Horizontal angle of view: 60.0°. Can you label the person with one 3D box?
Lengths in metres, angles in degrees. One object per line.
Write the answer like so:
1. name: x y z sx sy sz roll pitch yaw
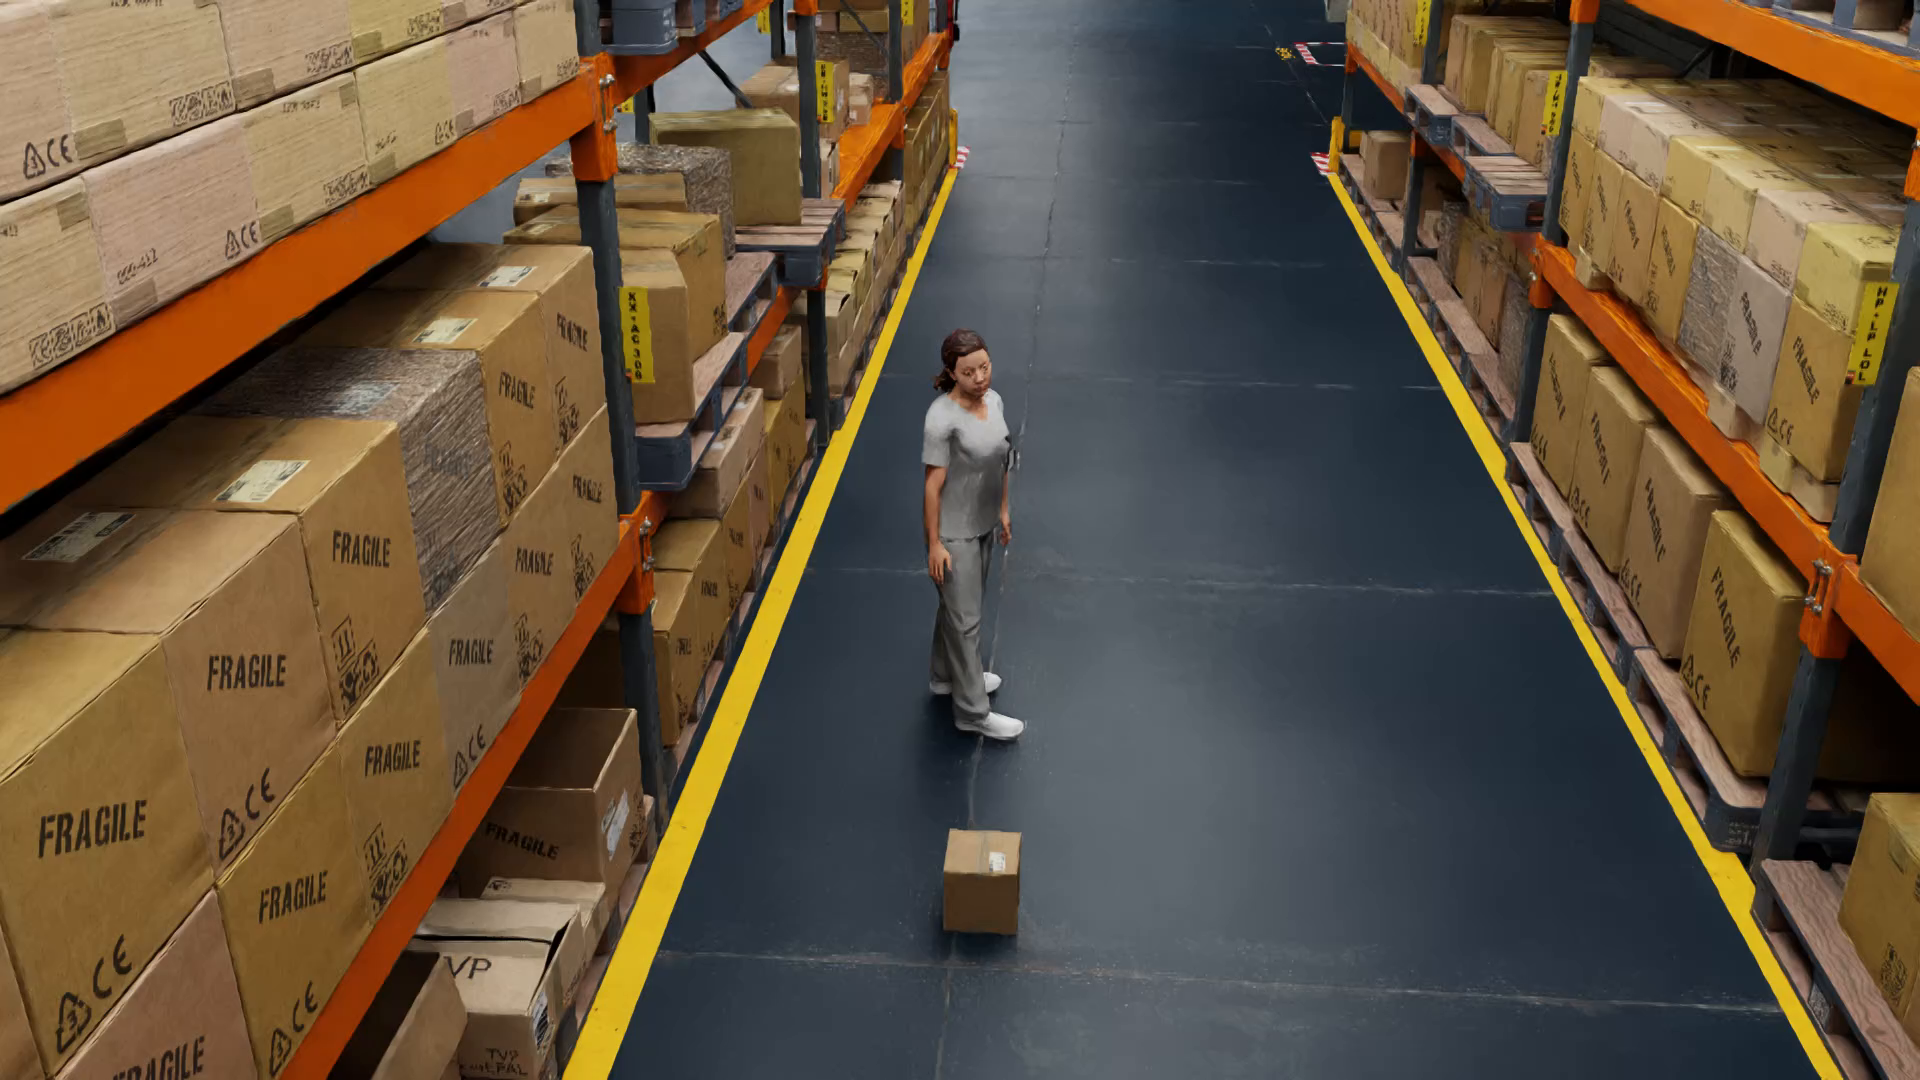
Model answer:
1. person: 0.060 -0.028 6.612 0.561 1.669 0.547 15 28 29
